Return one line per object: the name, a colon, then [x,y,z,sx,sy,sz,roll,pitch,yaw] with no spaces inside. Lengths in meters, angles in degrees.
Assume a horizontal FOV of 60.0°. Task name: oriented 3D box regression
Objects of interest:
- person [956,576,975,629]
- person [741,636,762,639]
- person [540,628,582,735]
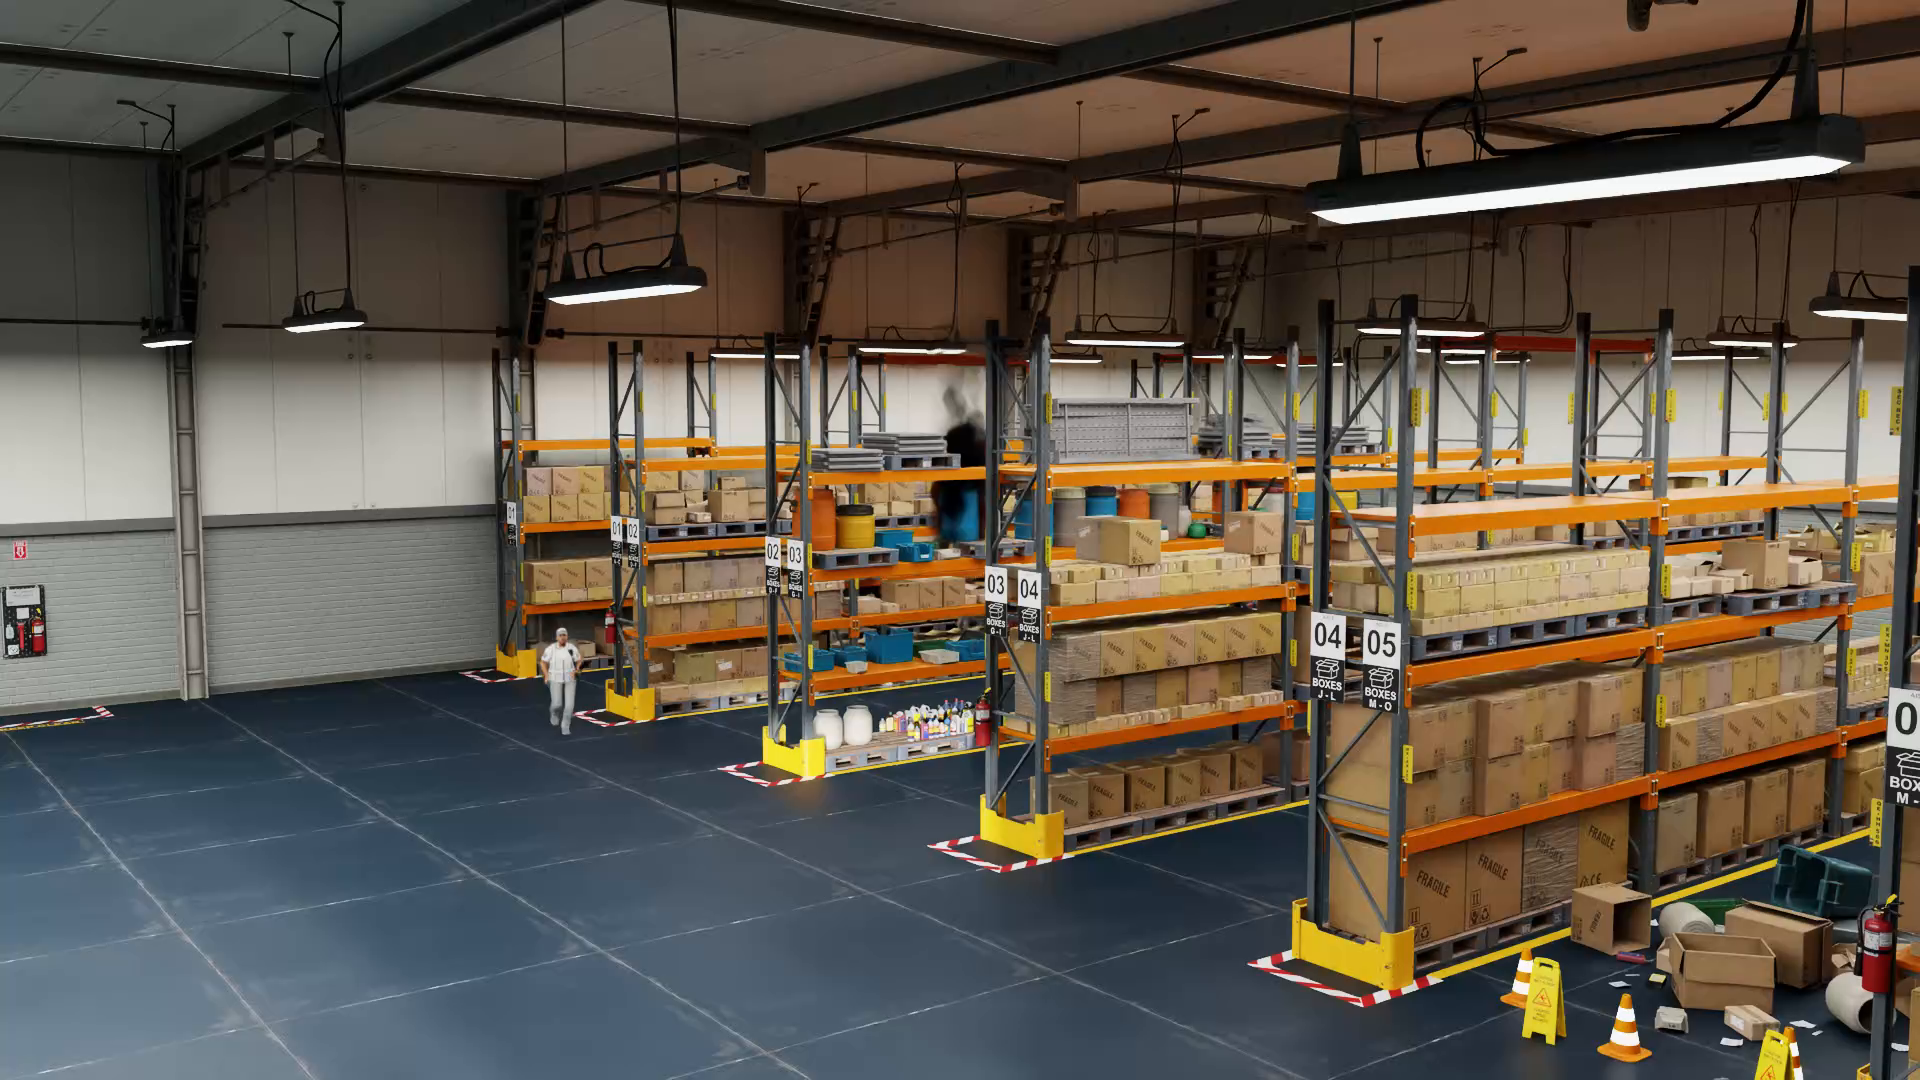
person: [0.161,1.488,33.064,0.567,1.548,0.535,-4,6,-35]
person: [-3.824,1.585,30.874,0.599,1.708,0.878,5,7,43]
person: [-6.043,2.144,25.282,0.616,1.625,0.549,-2,5,-21]
